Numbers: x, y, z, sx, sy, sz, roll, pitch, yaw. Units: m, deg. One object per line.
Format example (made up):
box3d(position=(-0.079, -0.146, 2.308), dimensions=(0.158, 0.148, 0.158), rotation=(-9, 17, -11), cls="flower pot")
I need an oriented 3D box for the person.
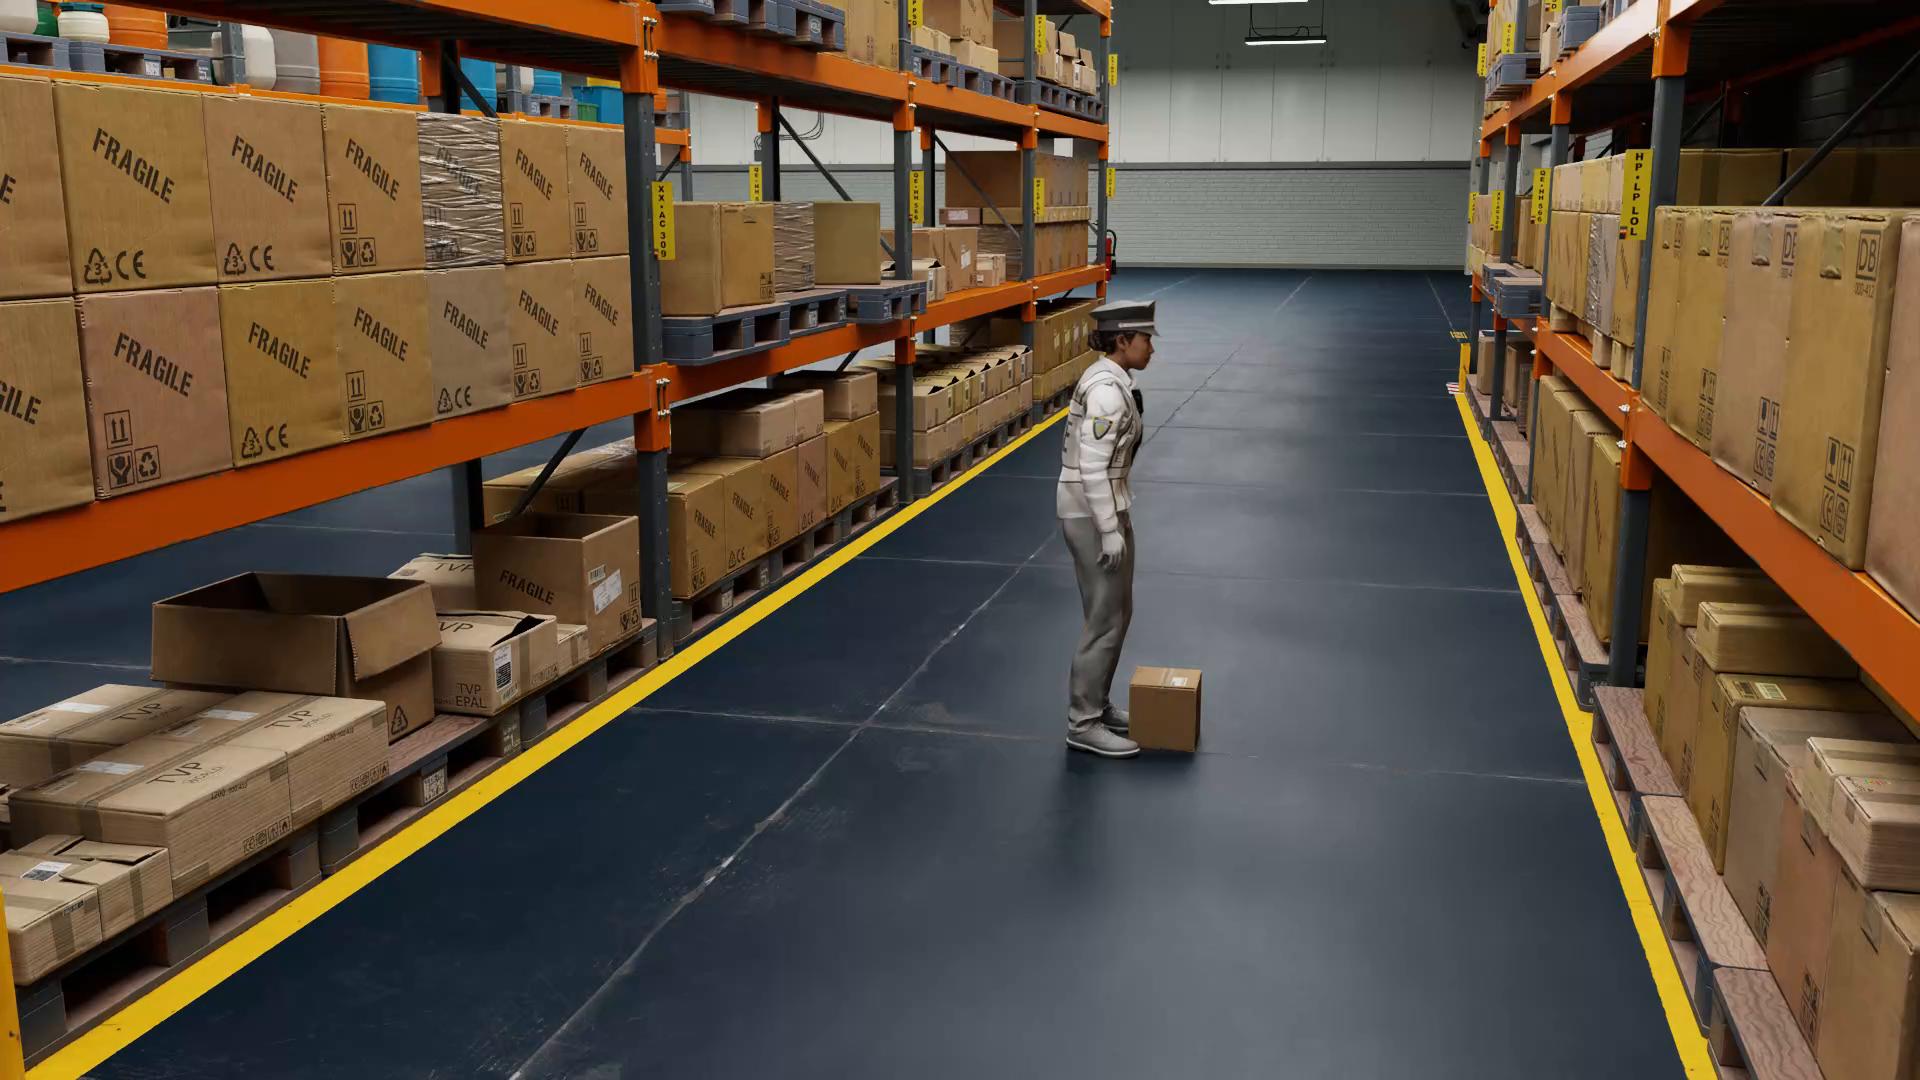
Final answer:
box3d(position=(0.551, -0.063, 6.242), dimensions=(0.372, 1.666, 0.543), rotation=(2, 12, 11), cls="person")
